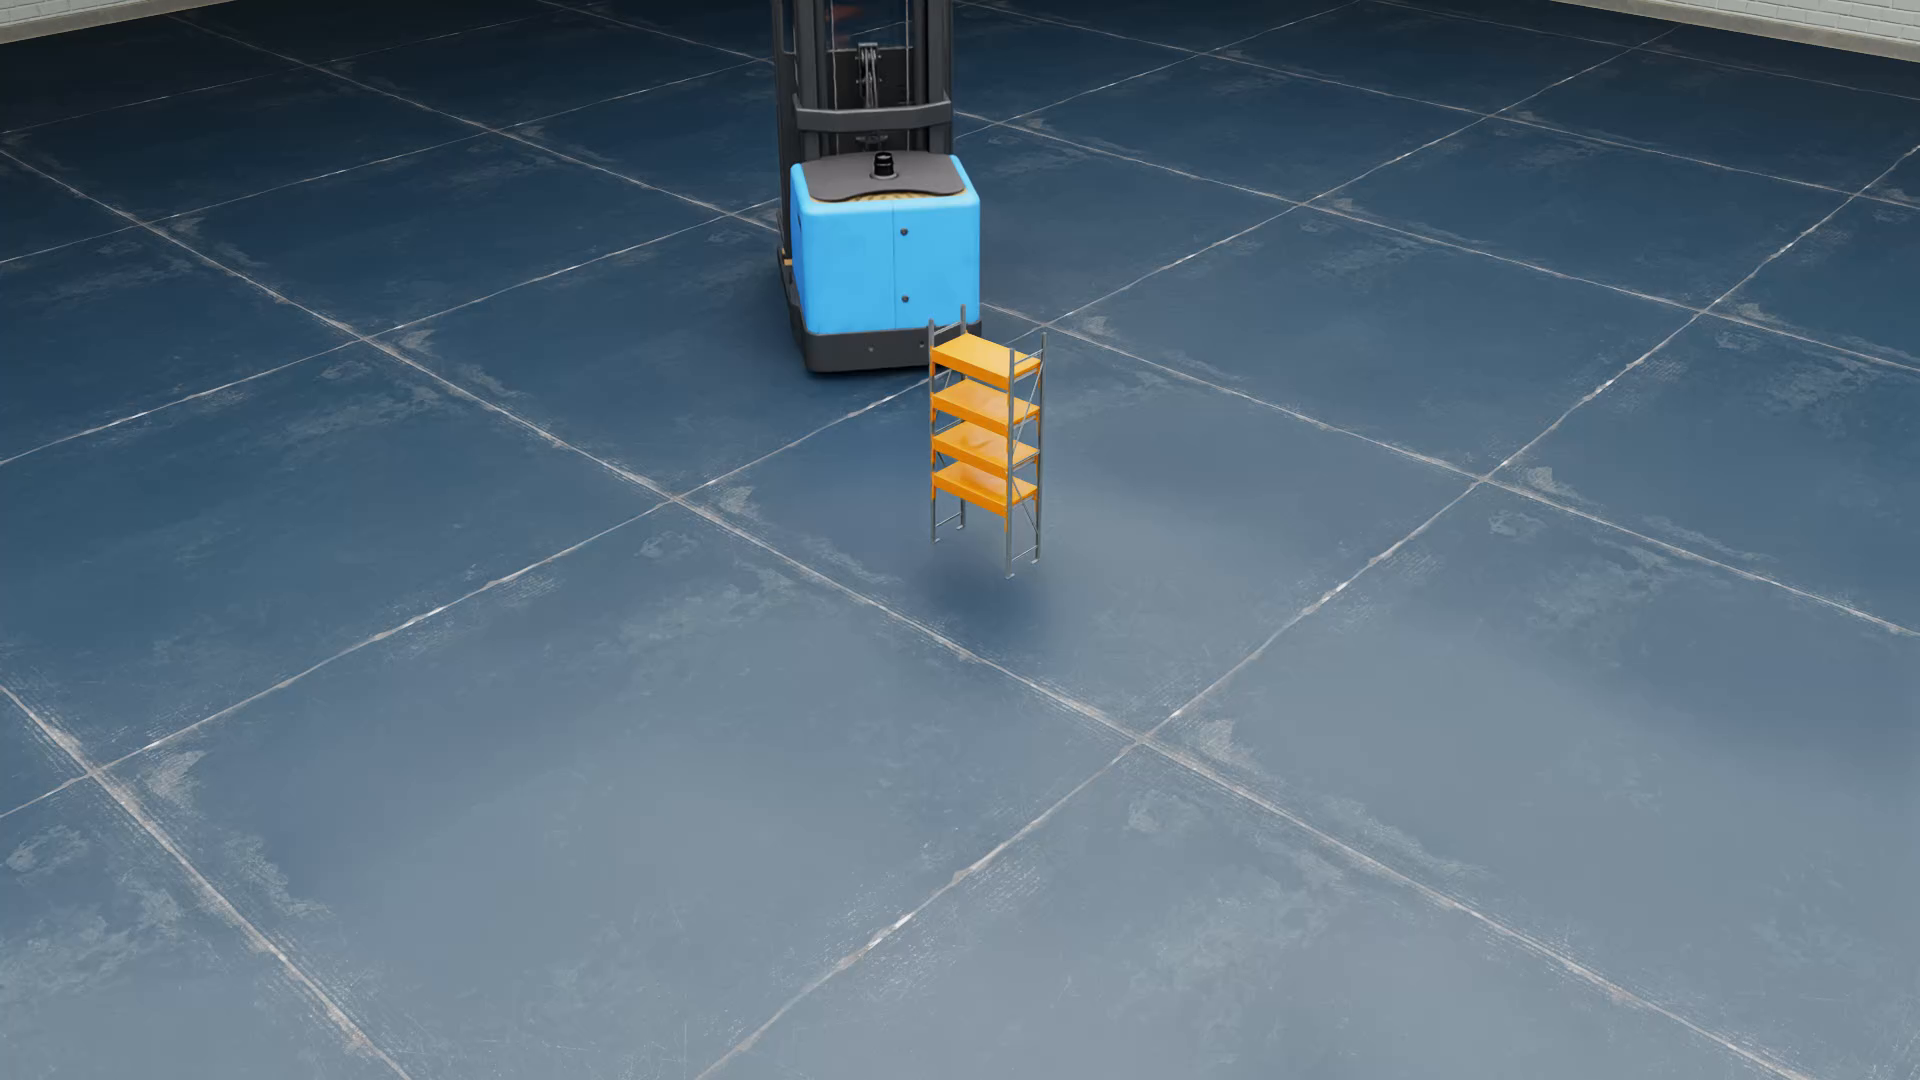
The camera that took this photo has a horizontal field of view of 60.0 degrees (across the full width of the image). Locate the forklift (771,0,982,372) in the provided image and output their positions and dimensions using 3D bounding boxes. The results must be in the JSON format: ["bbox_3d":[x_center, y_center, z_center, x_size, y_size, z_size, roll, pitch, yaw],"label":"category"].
[{"bbox_3d":[-0.628,-2.982,10.362,1.130,2.935,3.031,-5,31,-8],"label":"forklift"}]

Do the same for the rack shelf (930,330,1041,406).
[{"bbox_3d":[0.123,-0.793,7.643,0.480,0.148,0.258,25,39,35],"label":"rack shelf"}]

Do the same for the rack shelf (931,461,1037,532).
[{"bbox_3d":[0.123,-0.229,7.982,0.480,0.148,0.258,25,39,35],"label":"rack shelf"}]

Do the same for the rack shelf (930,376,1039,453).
[{"bbox_3d":[0.123,-0.591,7.765,0.480,0.148,0.258,25,39,35],"label":"rack shelf"}]

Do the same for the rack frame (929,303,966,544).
[{"bbox_3d":[-0.058,-0.541,7.986,0.015,1.200,0.240,25,39,35],"label":"rack frame"}]

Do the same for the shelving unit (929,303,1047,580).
[{"bbox_3d":[0.123,-0.457,7.845,0.503,1.200,0.258,25,39,35],"label":"shelving unit"}]

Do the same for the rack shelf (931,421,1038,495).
[{"bbox_3d":[0.123,-0.399,7.880,0.480,0.148,0.258,25,39,35],"label":"rack shelf"}]

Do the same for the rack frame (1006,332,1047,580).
[{"bbox_3d":[0.304,-0.372,7.705,0.015,1.200,0.240,25,39,35],"label":"rack frame"}]
